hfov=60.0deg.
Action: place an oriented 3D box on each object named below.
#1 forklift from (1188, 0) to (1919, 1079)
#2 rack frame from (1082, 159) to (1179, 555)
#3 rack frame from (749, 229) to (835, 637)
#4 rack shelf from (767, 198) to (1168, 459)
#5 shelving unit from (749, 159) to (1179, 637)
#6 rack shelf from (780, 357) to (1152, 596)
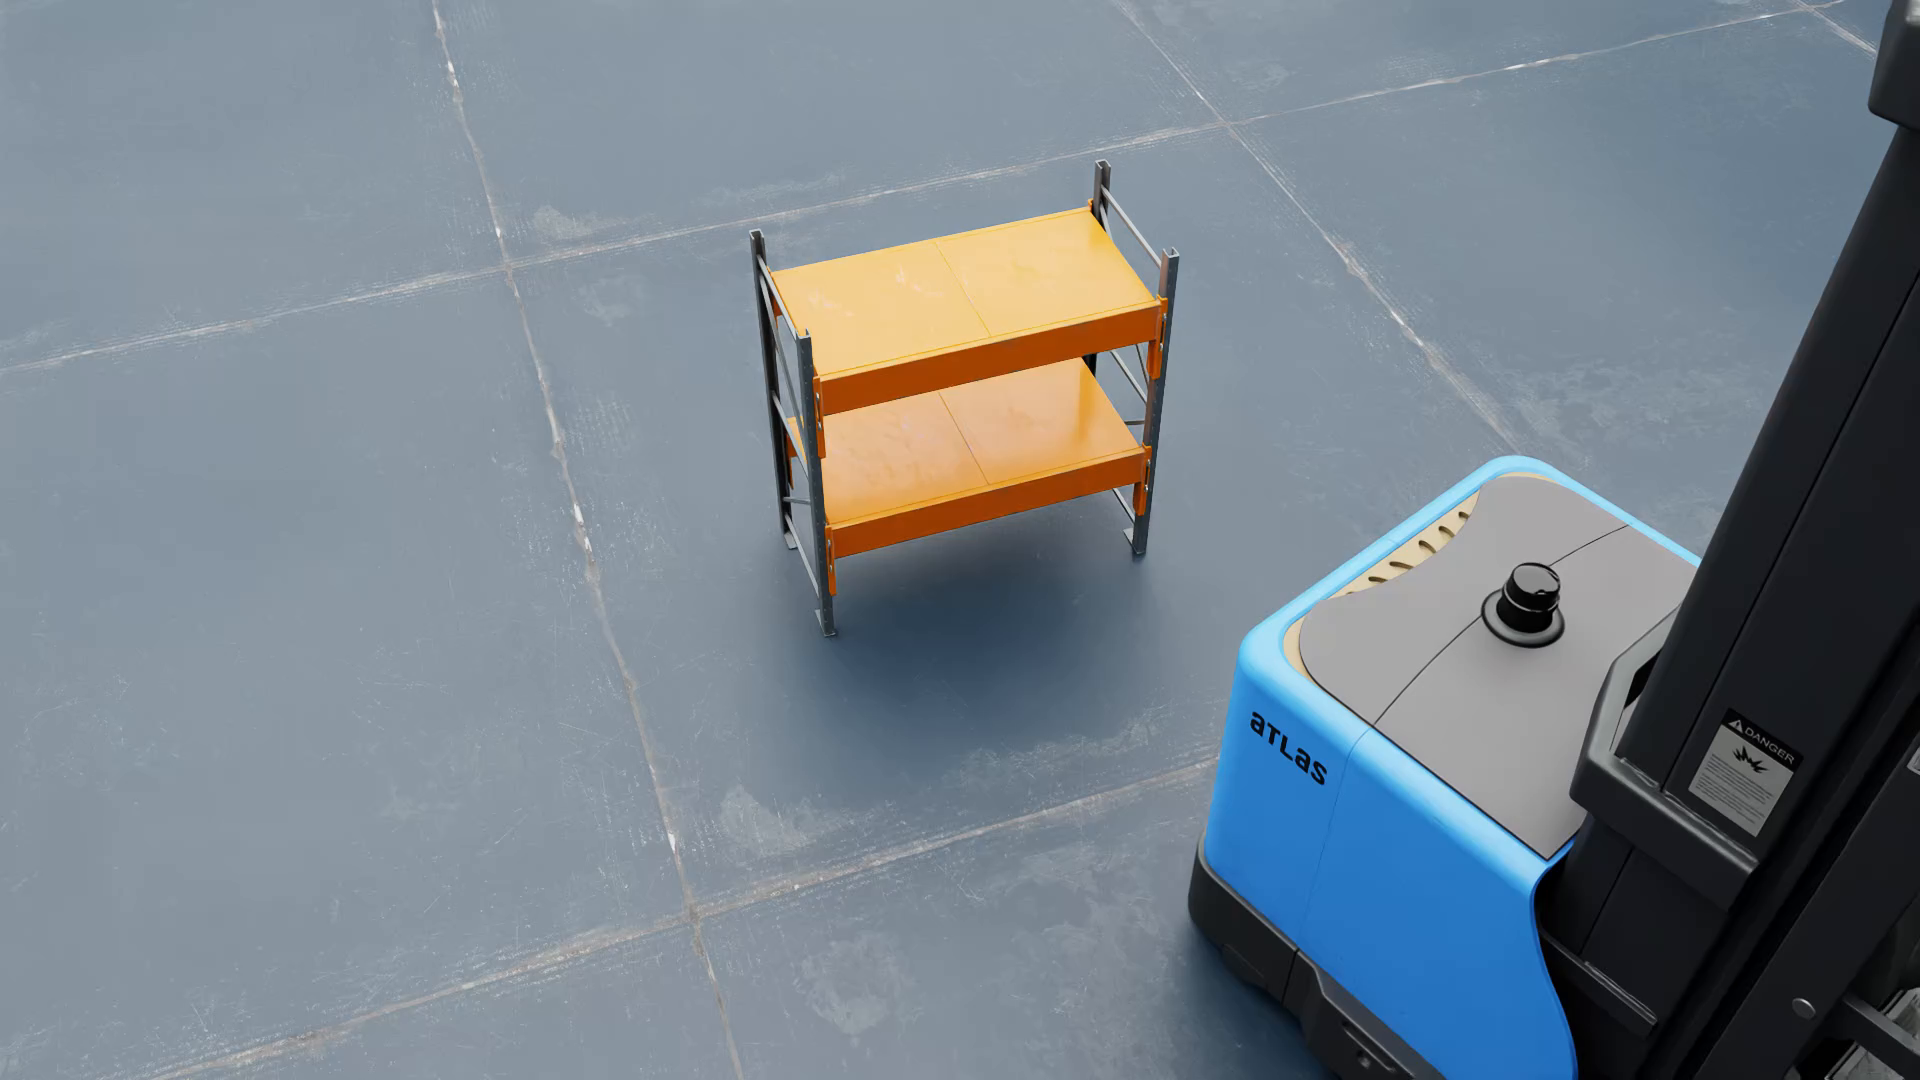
[{"bbox_3d":[1.915,0.513,2.669,1.130,2.935,3.031,-31,53,-27],"label":"forklift"},{"bbox_3d":[0.485,-0.521,4.975,0.032,1.125,0.500,-14,47,-14],"label":"rack frame"},{"bbox_3d":[-0.472,-0.276,4.731,0.032,1.125,0.500,-14,47,-14],"label":"rack frame"},{"bbox_3d":[0.006,-0.605,4.646,1.000,0.278,0.538,-14,47,-14],"label":"rack shelf"},{"bbox_3d":[0.006,-0.399,4.853,1.048,1.125,0.538,-14,47,-14],"label":"shelving unit"},{"bbox_3d":[0.006,-0.226,5.026,1.000,0.278,0.538,-14,47,-14],"label":"rack shelf"}]
